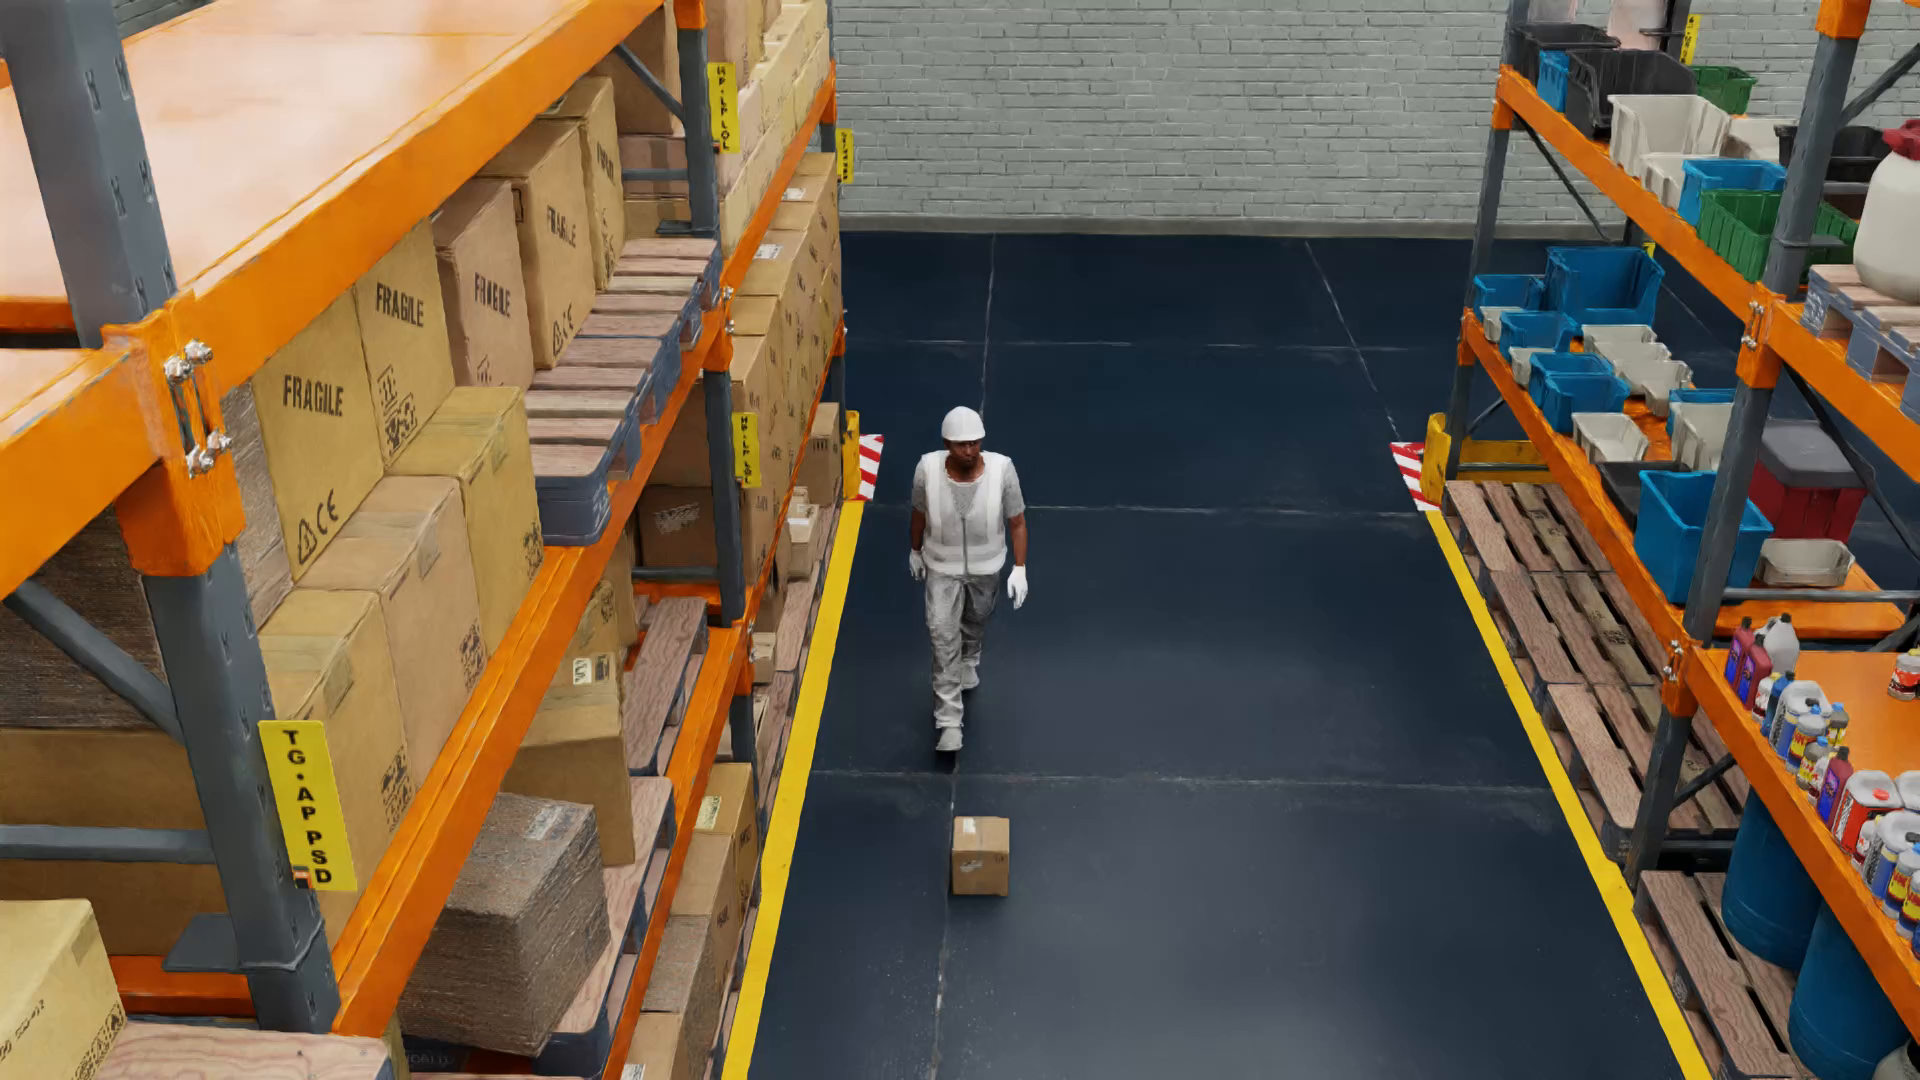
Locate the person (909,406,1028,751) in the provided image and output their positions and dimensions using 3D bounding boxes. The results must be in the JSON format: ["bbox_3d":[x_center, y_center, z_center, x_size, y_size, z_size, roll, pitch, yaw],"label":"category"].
[{"bbox_3d":[0.047,0.145,8.332,0.582,1.730,0.978,-2,28,-5],"label":"person"}]
